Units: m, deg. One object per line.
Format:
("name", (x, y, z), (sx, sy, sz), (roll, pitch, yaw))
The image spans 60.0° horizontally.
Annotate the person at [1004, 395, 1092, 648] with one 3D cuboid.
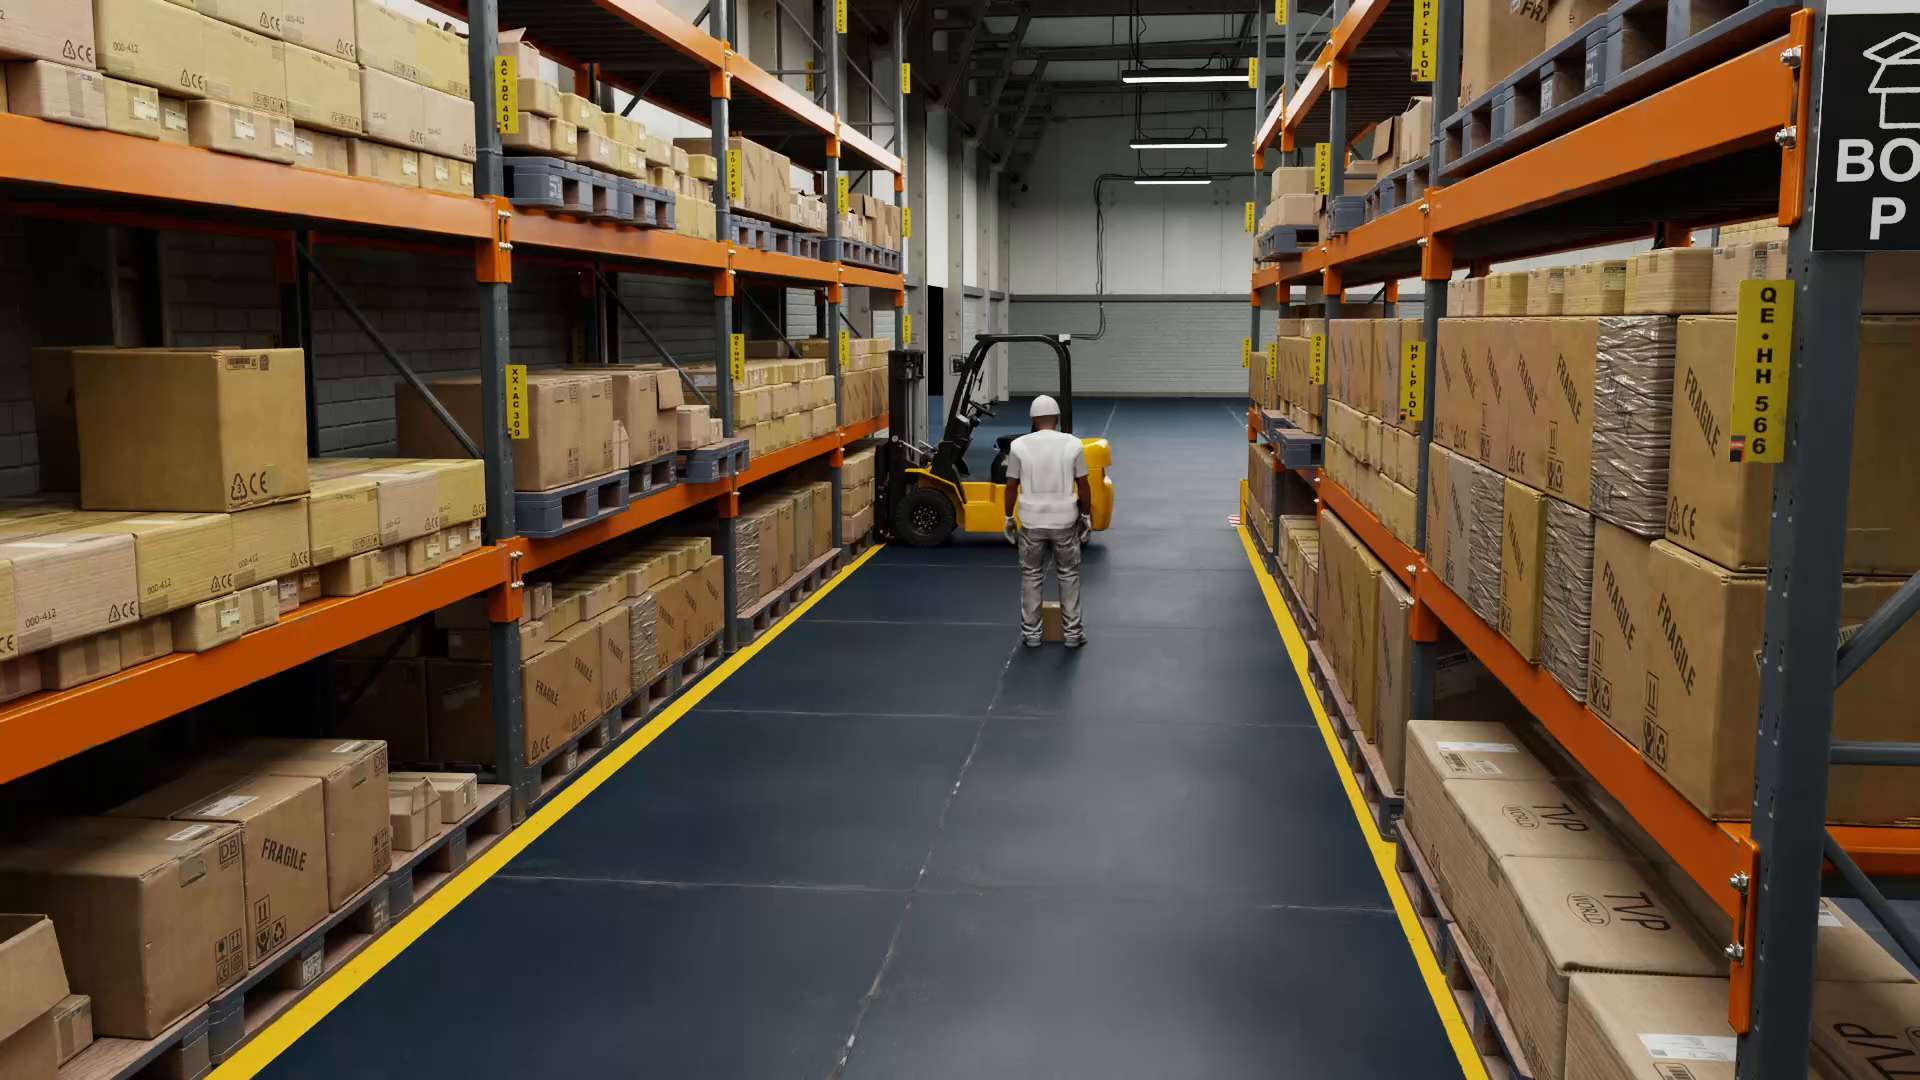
("person", (0.622, -0.132, 11.757), (0.623, 1.773, 0.450), (0, 8, 3))
